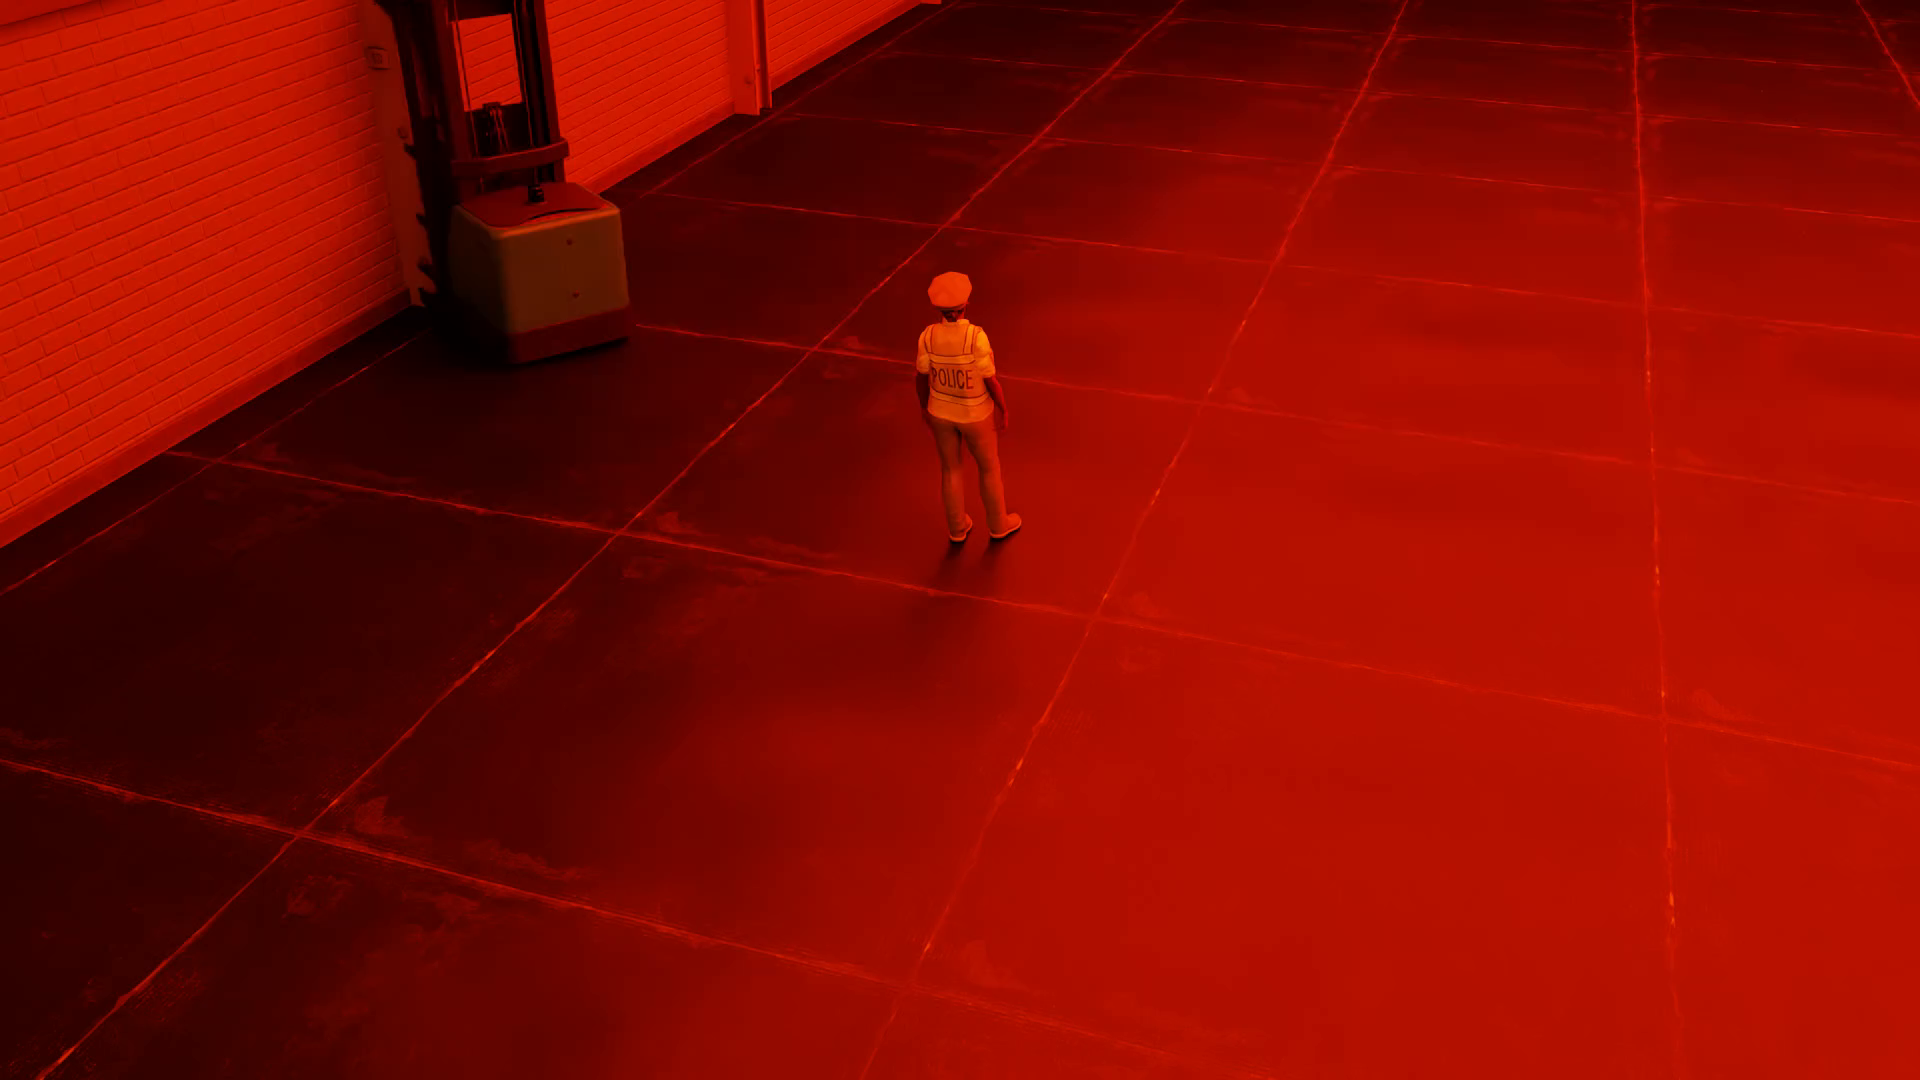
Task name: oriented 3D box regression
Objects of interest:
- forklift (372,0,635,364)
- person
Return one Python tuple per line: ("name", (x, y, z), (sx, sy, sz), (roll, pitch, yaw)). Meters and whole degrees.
("forklift", (-3.767, -3.238, 12.817), (1.130, 2.935, 3.031), (-20, 35, -31))
("person", (0.043, -0.774, 9.729), (0.569, 1.695, 0.530), (10, 31, 16))
